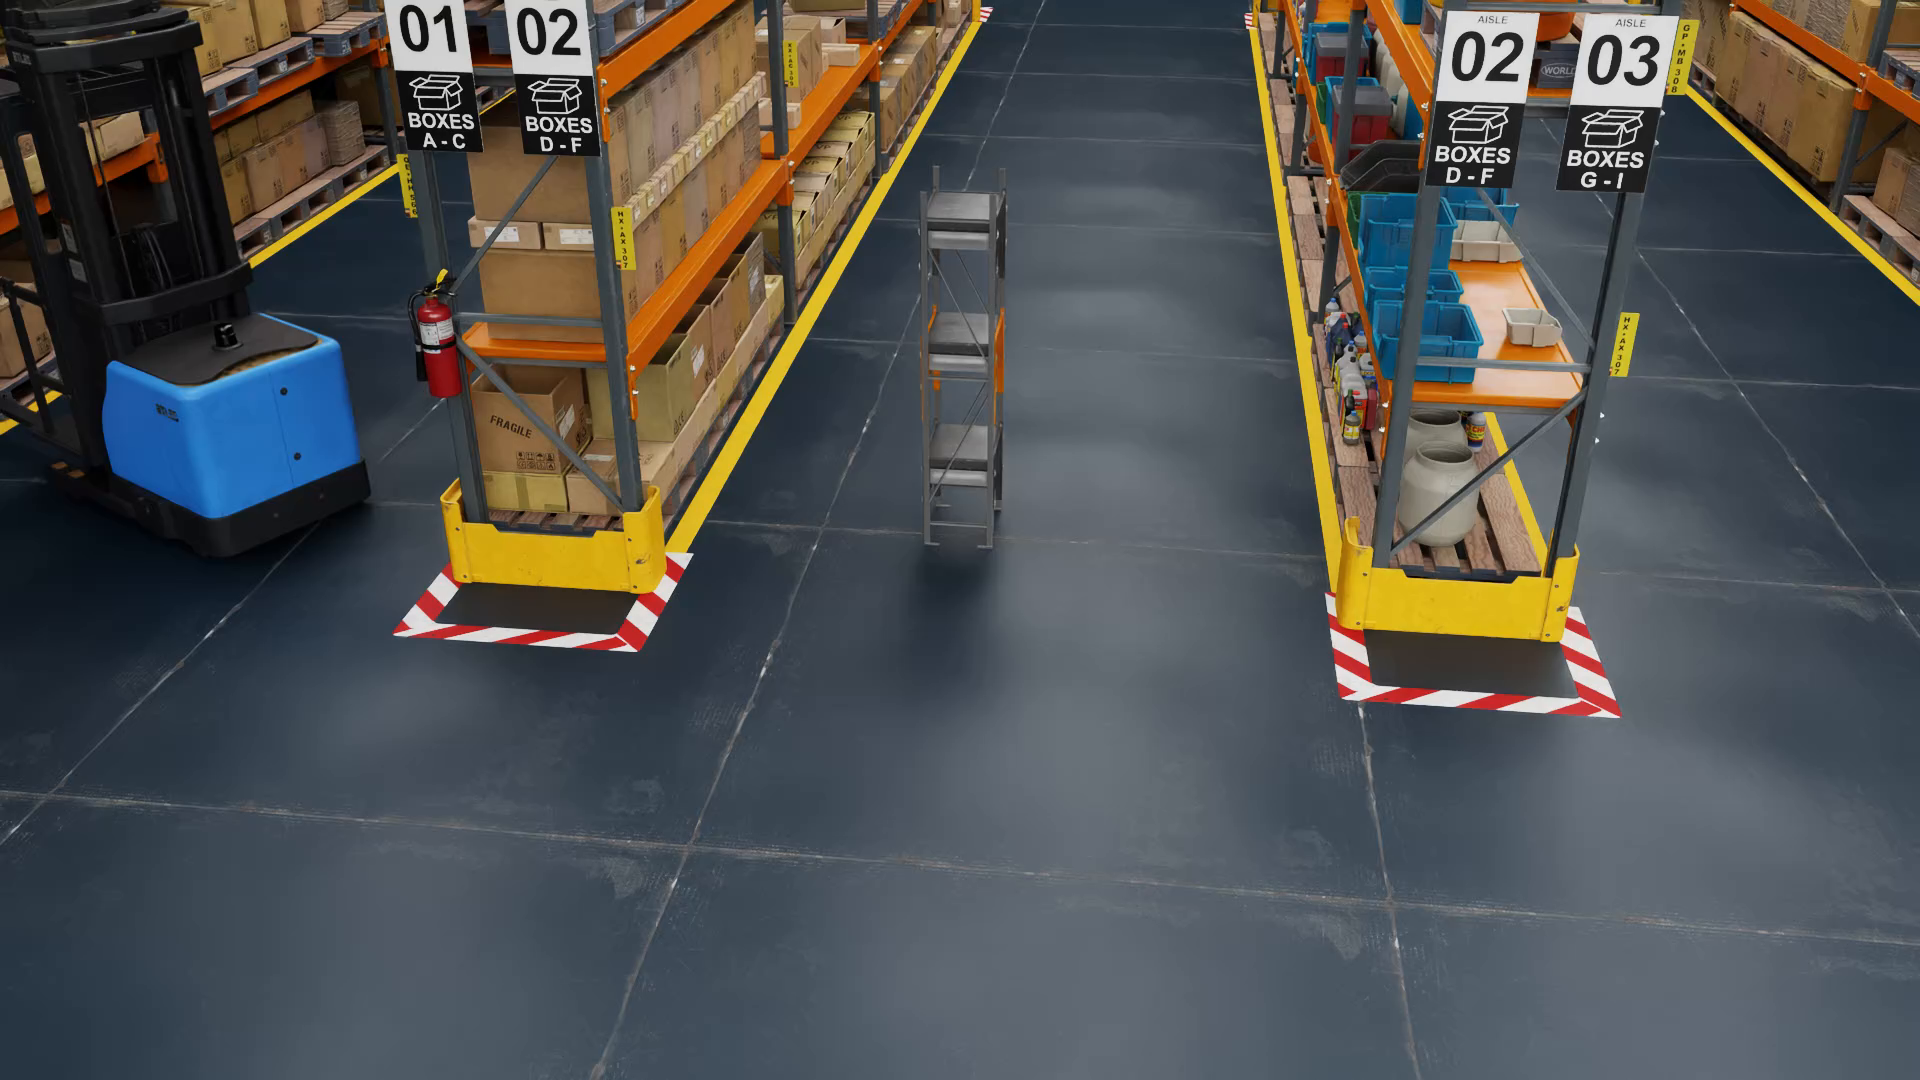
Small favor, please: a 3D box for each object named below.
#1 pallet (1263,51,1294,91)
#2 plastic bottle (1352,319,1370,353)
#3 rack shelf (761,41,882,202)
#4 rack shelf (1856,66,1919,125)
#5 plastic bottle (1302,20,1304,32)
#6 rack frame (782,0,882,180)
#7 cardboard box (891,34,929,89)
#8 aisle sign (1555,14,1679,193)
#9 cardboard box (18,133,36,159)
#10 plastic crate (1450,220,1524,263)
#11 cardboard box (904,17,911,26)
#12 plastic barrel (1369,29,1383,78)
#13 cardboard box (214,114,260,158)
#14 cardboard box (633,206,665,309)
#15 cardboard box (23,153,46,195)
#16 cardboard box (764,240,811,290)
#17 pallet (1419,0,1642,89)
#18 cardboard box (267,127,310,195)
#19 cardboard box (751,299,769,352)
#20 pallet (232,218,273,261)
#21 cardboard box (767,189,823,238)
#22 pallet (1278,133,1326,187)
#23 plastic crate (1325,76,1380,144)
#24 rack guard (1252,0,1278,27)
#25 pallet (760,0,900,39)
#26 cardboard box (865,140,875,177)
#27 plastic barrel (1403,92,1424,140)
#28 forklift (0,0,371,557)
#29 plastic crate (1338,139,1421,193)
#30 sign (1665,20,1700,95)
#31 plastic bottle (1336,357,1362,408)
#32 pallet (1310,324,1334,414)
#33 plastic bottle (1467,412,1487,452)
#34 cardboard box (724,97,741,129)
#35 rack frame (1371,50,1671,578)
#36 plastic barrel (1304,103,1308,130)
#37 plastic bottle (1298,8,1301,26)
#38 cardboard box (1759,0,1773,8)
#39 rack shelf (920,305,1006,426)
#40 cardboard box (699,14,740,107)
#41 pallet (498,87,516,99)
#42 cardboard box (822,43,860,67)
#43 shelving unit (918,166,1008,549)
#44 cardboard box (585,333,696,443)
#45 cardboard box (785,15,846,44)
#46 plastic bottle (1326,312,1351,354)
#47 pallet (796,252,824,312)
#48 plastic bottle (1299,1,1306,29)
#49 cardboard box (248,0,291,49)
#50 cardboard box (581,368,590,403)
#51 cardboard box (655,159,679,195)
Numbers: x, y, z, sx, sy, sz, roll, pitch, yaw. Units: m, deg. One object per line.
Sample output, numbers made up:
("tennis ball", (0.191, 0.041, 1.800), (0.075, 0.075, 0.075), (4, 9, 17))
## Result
("pallet", (4.183, -5.626, 19.970), (1.003, 0.211, 1.213), (3, 28, 6))
("plastic bottle", (2.783, -1.403, 11.520), (0.144, 0.351, 0.185), (3, 28, 6))
("rack shelf", (-1.520, -3.654, 14.128), (1.077, 0.370, 4.000), (3, 28, 6))
("rack shelf", (8.312, -3.076, 13.056), (1.077, 0.370, 4.000), (3, 28, 6))
("plastic bottle", (3.328, -4.912, 15.914), (0.097, 0.201, 0.097), (0, 28, 0))
("rack frame", (-1.275, -4.912, 15.705), (1.000, 3.000, 0.127), (3, 28, 6))
("cardboard box", (-0.629, -5.407, 18.795), (0.500, 0.500, 0.500), (3, 29, 6))
("aisle sign", (2.943, -1.950, 7.466), (0.394, 0.787, 0.004), (3, 28, 6))
("cardboard box", (-6.560, -2.876, 11.272), (0.500, 0.500, 0.500), (3, 28, 5))
("plastic crate", (3.203, -1.844, 10.289), (0.530, 0.136, 0.437), (3, 28, 6))
("cardboard box", (-0.904, -6.442, 20.917), (0.500, 0.311, 0.500), (3, 28, 6))
("plastic barrel", (3.727, -4.175, 14.219), (0.421, 0.512, 0.421), (0, 28, 0))
("cardboard box", (-6.497, -3.539, 14.537), (0.500, 0.250, 0.500), (3, 28, 5))
("cardboard box", (-2.125, -1.657, 9.557), (0.700, 0.500, 0.500), (4, 29, 8))
("cardboard box", (-6.554, -2.546, 11.450), (0.500, 0.250, 0.500), (3, 28, 6))
("cardboard box", (-1.469, -2.179, 13.088), (0.500, 0.250, 0.500), (3, 28, 5))
("pallet", (2.859, -2.478, 8.223), (1.003, 0.211, 1.213), (3, 28, 6))
("cardboard box", (-6.439, -3.478, 15.215), (0.700, 0.500, 0.500), (3, 28, 6))
("cardboard box", (-1.676, -1.538, 11.898), (0.500, 0.250, 0.500), (3, 28, 6))
("pallet", (-6.588, -2.454, 14.083), (1.003, 0.211, 1.213), (3, 28, 6))
("cardboard box", (-1.400, -2.666, 13.400), (0.500, 0.311, 0.500), (3, 28, 6))
("pallet", (3.696, -3.768, 16.522), (1.003, 0.211, 1.213), (3, 28, 6))
("plastic crate", (2.977, -3.270, 12.673), (0.392, 0.384, 0.575), (3, 28, 6))
("rack guard", (4.611, -7.300, 22.772), (1.175, 0.500, 0.348), (3, 28, 6))
("pallet", (-1.261, -5.151, 16.350), (1.213, 0.211, 1.003), (3, 28, 6))
("cardboard box", (-1.097, -3.624, 15.771), (0.500, 0.250, 0.500), (4, 29, 7))
("plastic barrel", (3.499, -3.124, 11.858), (0.600, 0.901, 0.708), (3, 28, 6))
("forklift", (-5.067, -1.736, 9.881), (3.031, 2.935, 1.130), (19, 34, 32))
("plastic crate", (2.960, -2.473, 11.243), (0.767, 0.338, 0.504), (3, 28, 6))
("sign", (3.206, -2.147, 7.401), (0.100, 0.325, 0.005), (3, 28, 6))
("plastic bottle", (2.542, -1.035, 10.837), (0.144, 0.351, 0.185), (5, 29, 8))
("pallet", (3.027, -1.198, 11.751), (1.003, 0.211, 1.213), (3, 28, 6))
("plastic bottle", (3.192, -0.684, 10.271), (0.097, 0.271, 0.097), (0, 28, 0))
("cardboard box", (-1.679, -2.855, 11.097), (0.380, 0.149, 0.250), (3, 28, 6))
("rack frame", (2.661, -0.857, 8.177), (1.000, 3.000, 0.127), (3, 28, 6))
("plastic barrel", (3.822, -4.508, 17.056), (0.600, 0.588, 0.708), (3, 28, 6))
("plastic bottle", (3.399, -5.187, 16.425), (0.097, 0.201, 0.097), (0, 28, 0))
("cardboard box", (8.682, -5.823, 17.290), (0.500, 0.500, 0.500), (3, 28, 6))
("rack shelf", (0.020, -0.990, 9.403), (0.431, 0.518, 0.480), (3, 28, 6))
("cardboard box", (-1.874, -3.197, 11.048), (0.700, 0.500, 0.500), (3, 28, 6))
("pallet", (-5.721, -5.486, 19.710), (1.003, 0.211, 1.213), (3, 28, 6))
("cardboard box", (-1.111, -4.362, 14.949), (0.380, 0.149, 0.250), (3, 28, 6))
("shelving unit", (0.020, -1.002, 9.397), (0.431, 2.100, 0.503), (3, 28, 6))
("cardboard box", (-1.909, -0.926, 9.971), (0.500, 0.500, 0.500), (3, 28, 6))
("cardboard box", (-1.363, -4.704, 15.413), (0.500, 0.311, 0.500), (5, 29, 9))
("plastic bottle", (2.664, -1.456, 11.697), (0.152, 0.276, 0.135), (4, 29, 8))
("pallet", (-1.713, -2.151, 13.519), (1.003, 0.211, 1.213), (3, 28, 6))
("plastic bottle", (3.375, -5.126, 16.238), (0.097, 0.271, 0.097), (0, 28, 0))
("cardboard box", (-6.370, -4.626, 14.605), (0.700, 0.500, 0.500), (3, 28, 6))
("cardboard box", (-2.377, -1.192, 10.466), (0.500, 0.500, 0.500), (3, 28, 6))
("cardboard box", (-1.868, -2.134, 9.759), (0.380, 0.149, 0.250), (2, 28, 4))
